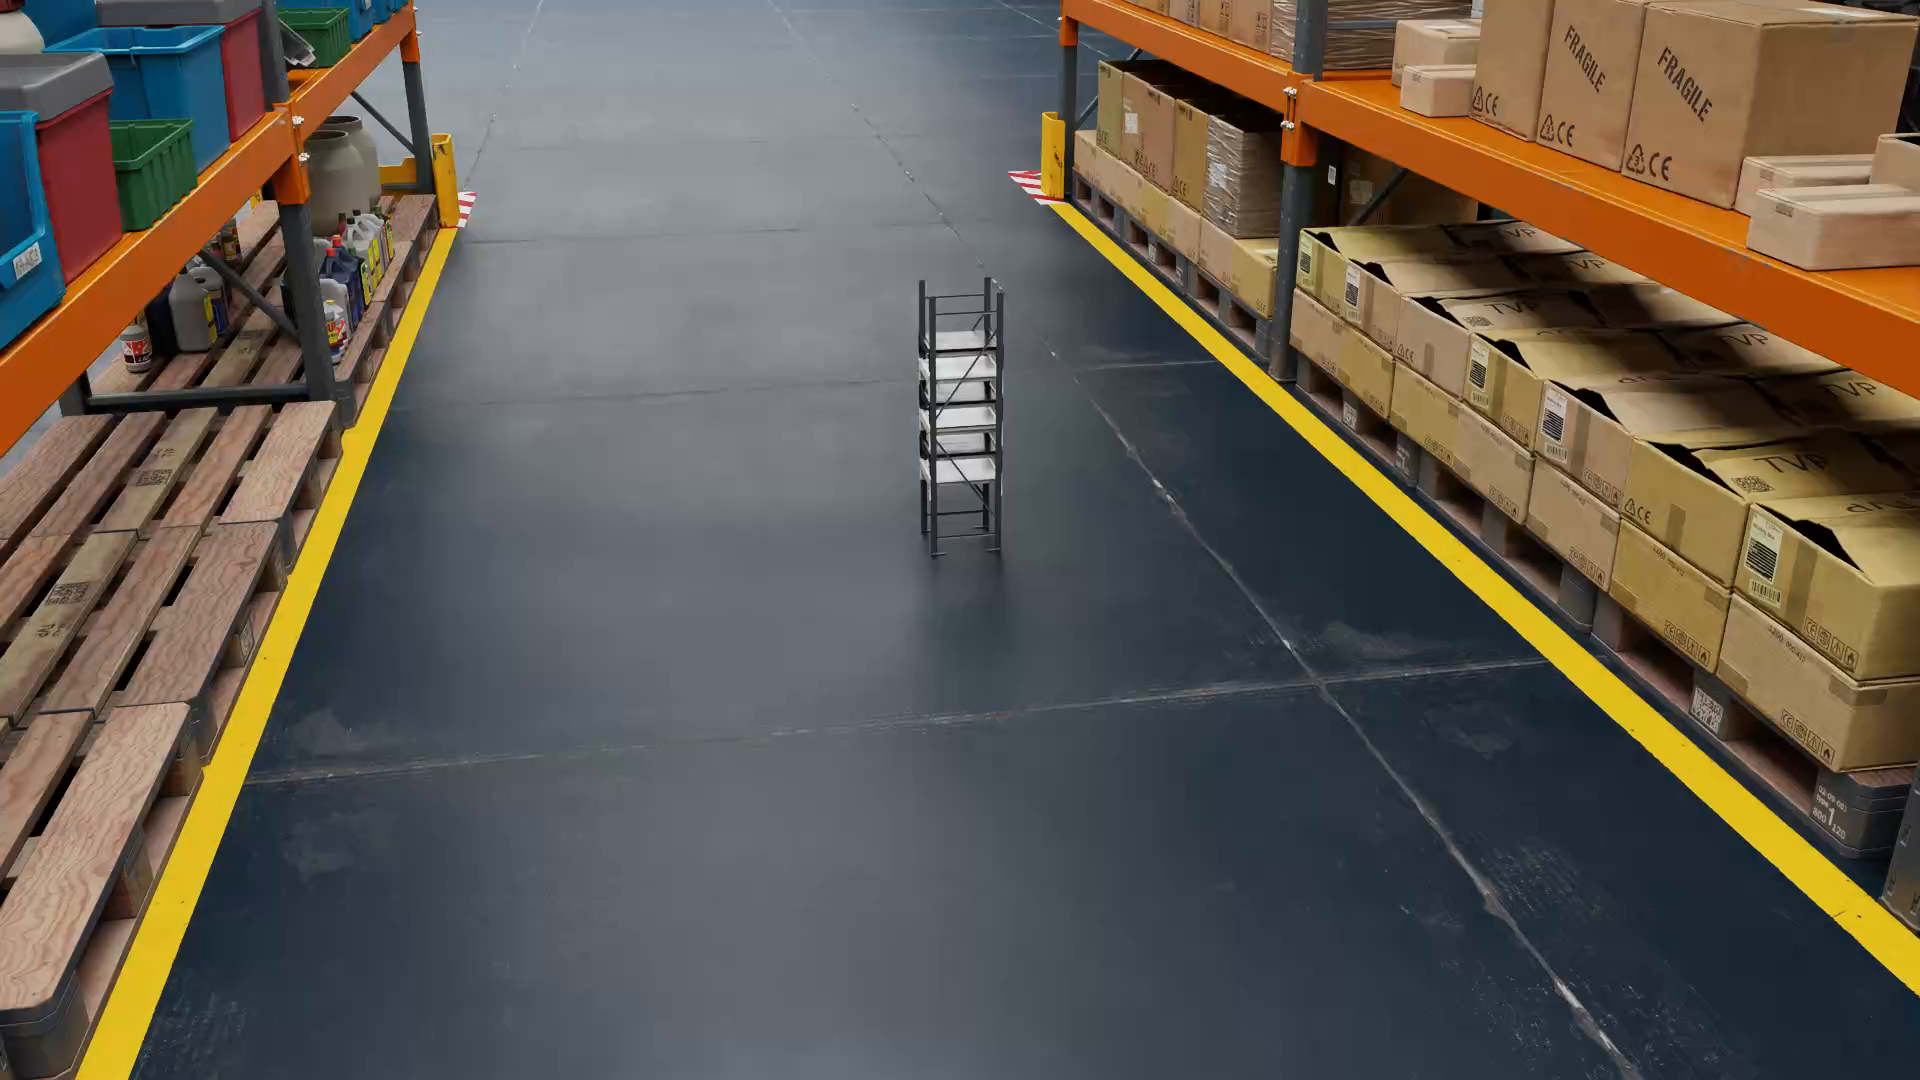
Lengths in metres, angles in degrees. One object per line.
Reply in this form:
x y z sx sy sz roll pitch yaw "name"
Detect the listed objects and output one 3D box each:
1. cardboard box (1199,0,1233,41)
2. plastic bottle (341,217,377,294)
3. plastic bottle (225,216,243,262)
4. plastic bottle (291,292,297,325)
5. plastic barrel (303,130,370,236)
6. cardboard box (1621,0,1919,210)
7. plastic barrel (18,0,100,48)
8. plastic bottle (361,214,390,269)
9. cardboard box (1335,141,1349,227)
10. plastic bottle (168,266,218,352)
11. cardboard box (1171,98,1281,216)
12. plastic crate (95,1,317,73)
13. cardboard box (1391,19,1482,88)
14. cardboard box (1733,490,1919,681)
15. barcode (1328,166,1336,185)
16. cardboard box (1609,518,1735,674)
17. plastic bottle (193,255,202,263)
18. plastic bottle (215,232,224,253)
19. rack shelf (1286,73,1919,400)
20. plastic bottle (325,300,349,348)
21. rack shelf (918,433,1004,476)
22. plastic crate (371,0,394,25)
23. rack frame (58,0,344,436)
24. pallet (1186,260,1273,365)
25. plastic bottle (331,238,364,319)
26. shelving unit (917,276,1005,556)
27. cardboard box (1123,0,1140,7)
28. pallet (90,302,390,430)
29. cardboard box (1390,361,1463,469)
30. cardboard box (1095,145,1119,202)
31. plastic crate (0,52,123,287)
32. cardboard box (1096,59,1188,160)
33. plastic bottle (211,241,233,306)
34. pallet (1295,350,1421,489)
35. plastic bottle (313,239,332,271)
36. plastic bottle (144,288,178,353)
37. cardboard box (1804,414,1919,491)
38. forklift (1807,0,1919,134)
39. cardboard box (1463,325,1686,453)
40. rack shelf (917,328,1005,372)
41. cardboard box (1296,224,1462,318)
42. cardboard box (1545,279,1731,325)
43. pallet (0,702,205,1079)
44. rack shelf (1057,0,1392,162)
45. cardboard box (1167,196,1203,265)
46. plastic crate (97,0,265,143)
1.598 -2.748 8.169 0.700 0.500 0.500 -4 24 -9 "cardboard box"
-2.844 -1.336 7.820 0.144 0.351 0.185 -4 24 -10 "plastic bottle"
-3.700 -1.547 8.403 0.097 0.271 0.097 0 24 0 "plastic bottle"
-2.809 -0.990 7.113 0.061 0.283 0.133 -4 24 -10 "plastic bottle"
-3.439 -1.934 9.013 0.421 0.512 0.421 0 24 0 "plastic barrel"
2.293 -1.255 4.750 0.500 0.500 0.500 -6 24 -13 "cardboard box"
-3.216 -1.814 5.528 0.600 0.901 0.708 -4 24 -10 "plastic barrel"
-2.939 -1.494 8.276 0.152 0.276 0.135 -4 24 -9 "plastic bottle"
2.001 -1.801 8.100 0.500 0.500 0.500 -4 24 -10 "cardboard box"
-3.250 -0.989 7.026 0.144 0.351 0.185 -4 24 -10 "plastic bottle"
1.402 -1.960 8.463 0.500 0.500 0.500 -4 24 -10 "cardboard box"
-2.961 -1.945 6.533 0.767 0.338 0.504 -4 24 -10 "plastic crate"
2.013 -1.864 6.458 0.500 0.250 0.500 -3 24 -6 "cardboard box"
2.280 0.073 4.046 0.500 0.311 0.500 -4 24 -8 "cardboard box"
1.517 -1.488 6.784 0.001 0.075 0.075 -4 24 -10 "barcode"
2.183 0.126 4.624 0.500 0.250 0.500 -5 24 -10 "cardboard box"
-3.513 -1.210 7.627 0.152 0.276 0.135 -4 24 -9 "plastic bottle"
-3.637 -1.412 8.094 0.097 0.271 0.097 0 24 0 "plastic bottle"
2.249 -1.007 5.207 1.077 0.370 4.000 -4 24 -10 "rack shelf"
-2.655 -0.915 7.044 0.097 0.201 0.097 0 24 0 "plastic bottle"
0.001 -0.296 5.612 0.258 0.077 0.200 -4 24 -10 "rack shelf"
-3.228 -2.833 8.674 0.499 0.251 0.408 -4 24 -10 "plastic crate"
-2.989 -1.758 6.028 1.000 3.000 0.127 -4 24 -10 "rack frame"
1.773 -1.161 8.145 1.003 0.211 1.213 -4 24 -10 "pallet"
-2.766 -1.168 7.437 0.144 0.351 0.185 -5 24 -12 "plastic bottle"
0.001 -0.409 5.563 0.258 0.900 0.210 -4 24 -10 "shelving unit"
1.315 -3.352 9.552 0.700 0.500 0.500 -4 24 -8 "cardboard box"
-3.073 -0.748 7.198 1.003 0.211 1.213 -4 24 -10 "pallet"
1.902 -0.474 5.998 0.500 0.250 0.500 -5 24 -11 "cardboard box"
1.116 -2.205 9.962 0.500 0.250 0.500 -4 24 -10 "cardboard box"
-2.248 -0.872 3.920 0.402 0.464 0.583 -4 24 -10 "plastic crate"
1.115 -2.549 9.812 0.500 0.500 0.500 -4 24 -10 "cardboard box"
-3.408 -1.222 7.644 0.061 0.283 0.133 -4 24 -10 "plastic bottle"
2.054 -0.559 6.765 1.003 0.211 1.213 -4 24 -10 "pallet"
-2.985 -1.280 7.787 0.152 0.276 0.135 -4 24 -10 "plastic bottle"
-3.392 -0.978 7.001 0.144 0.351 0.185 -5 24 -11 "plastic bottle"
2.705 -0.173 4.609 0.500 0.311 0.500 -5 24 -11 "cardboard box"
4.292 -2.164 7.043 1.130 2.935 3.031 -5 24 -10 "forklift"
1.996 -0.527 5.419 0.500 0.311 0.500 -4 24 -8 "cardboard box"
0.001 -0.626 5.468 0.258 0.077 0.200 -4 24 -10 "rack shelf"
1.711 -1.132 6.804 0.500 0.311 0.500 -4 24 -10 "cardboard box"
2.428 -0.774 5.985 0.500 0.311 0.500 -4 24 -10 "cardboard box"
-2.355 0.785 3.688 1.003 0.211 1.213 -4 24 -10 "pallet"
1.509 -2.580 8.809 1.077 0.370 4.000 -4 24 -10 "rack shelf"
1.389 -1.615 8.611 0.500 0.250 0.500 -4 24 -10 "cardboard box"
-2.599 -1.620 5.631 0.402 0.464 0.583 -4 24 -10 "plastic crate"
